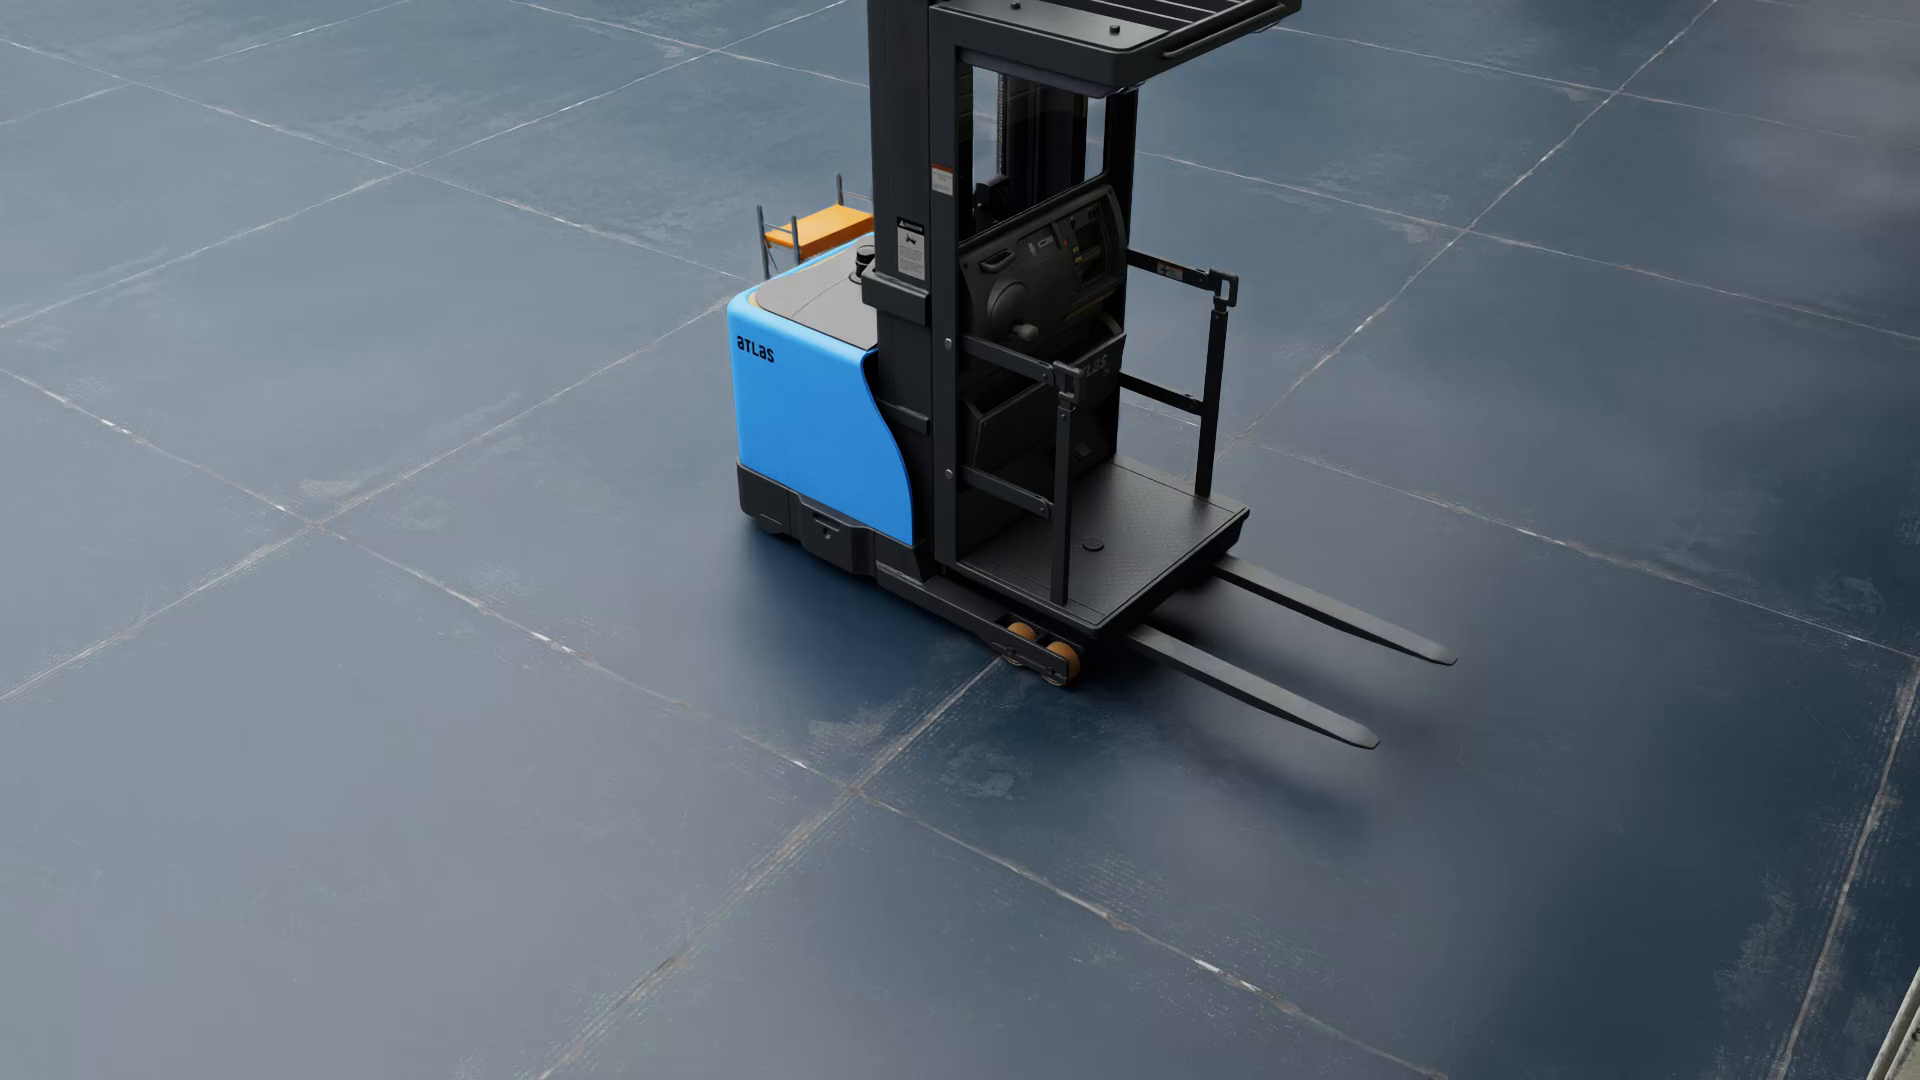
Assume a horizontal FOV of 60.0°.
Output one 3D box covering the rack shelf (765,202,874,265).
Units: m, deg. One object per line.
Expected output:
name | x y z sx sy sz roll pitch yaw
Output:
rack shelf | -0.626 -1.355 7.469 0.258 0.148 0.480 23 40 36

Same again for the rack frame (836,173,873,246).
rack frame | -0.446 -1.123 7.826 0.240 1.200 0.015 23 40 36

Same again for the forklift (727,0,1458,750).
forklift | 0.484 -0.989 6.096 3.031 2.935 1.130 25 41 32

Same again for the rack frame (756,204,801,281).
rack frame | -0.771 -0.919 7.525 0.240 1.200 0.015 23 40 36

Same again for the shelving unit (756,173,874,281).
shelving unit | -0.609 -1.021 7.675 0.258 1.200 0.503 23 40 36

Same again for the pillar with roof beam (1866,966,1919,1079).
pillar with roof beam | -1.189 -3.149 3.874 9.100 9.000 0.400 21 39 28
